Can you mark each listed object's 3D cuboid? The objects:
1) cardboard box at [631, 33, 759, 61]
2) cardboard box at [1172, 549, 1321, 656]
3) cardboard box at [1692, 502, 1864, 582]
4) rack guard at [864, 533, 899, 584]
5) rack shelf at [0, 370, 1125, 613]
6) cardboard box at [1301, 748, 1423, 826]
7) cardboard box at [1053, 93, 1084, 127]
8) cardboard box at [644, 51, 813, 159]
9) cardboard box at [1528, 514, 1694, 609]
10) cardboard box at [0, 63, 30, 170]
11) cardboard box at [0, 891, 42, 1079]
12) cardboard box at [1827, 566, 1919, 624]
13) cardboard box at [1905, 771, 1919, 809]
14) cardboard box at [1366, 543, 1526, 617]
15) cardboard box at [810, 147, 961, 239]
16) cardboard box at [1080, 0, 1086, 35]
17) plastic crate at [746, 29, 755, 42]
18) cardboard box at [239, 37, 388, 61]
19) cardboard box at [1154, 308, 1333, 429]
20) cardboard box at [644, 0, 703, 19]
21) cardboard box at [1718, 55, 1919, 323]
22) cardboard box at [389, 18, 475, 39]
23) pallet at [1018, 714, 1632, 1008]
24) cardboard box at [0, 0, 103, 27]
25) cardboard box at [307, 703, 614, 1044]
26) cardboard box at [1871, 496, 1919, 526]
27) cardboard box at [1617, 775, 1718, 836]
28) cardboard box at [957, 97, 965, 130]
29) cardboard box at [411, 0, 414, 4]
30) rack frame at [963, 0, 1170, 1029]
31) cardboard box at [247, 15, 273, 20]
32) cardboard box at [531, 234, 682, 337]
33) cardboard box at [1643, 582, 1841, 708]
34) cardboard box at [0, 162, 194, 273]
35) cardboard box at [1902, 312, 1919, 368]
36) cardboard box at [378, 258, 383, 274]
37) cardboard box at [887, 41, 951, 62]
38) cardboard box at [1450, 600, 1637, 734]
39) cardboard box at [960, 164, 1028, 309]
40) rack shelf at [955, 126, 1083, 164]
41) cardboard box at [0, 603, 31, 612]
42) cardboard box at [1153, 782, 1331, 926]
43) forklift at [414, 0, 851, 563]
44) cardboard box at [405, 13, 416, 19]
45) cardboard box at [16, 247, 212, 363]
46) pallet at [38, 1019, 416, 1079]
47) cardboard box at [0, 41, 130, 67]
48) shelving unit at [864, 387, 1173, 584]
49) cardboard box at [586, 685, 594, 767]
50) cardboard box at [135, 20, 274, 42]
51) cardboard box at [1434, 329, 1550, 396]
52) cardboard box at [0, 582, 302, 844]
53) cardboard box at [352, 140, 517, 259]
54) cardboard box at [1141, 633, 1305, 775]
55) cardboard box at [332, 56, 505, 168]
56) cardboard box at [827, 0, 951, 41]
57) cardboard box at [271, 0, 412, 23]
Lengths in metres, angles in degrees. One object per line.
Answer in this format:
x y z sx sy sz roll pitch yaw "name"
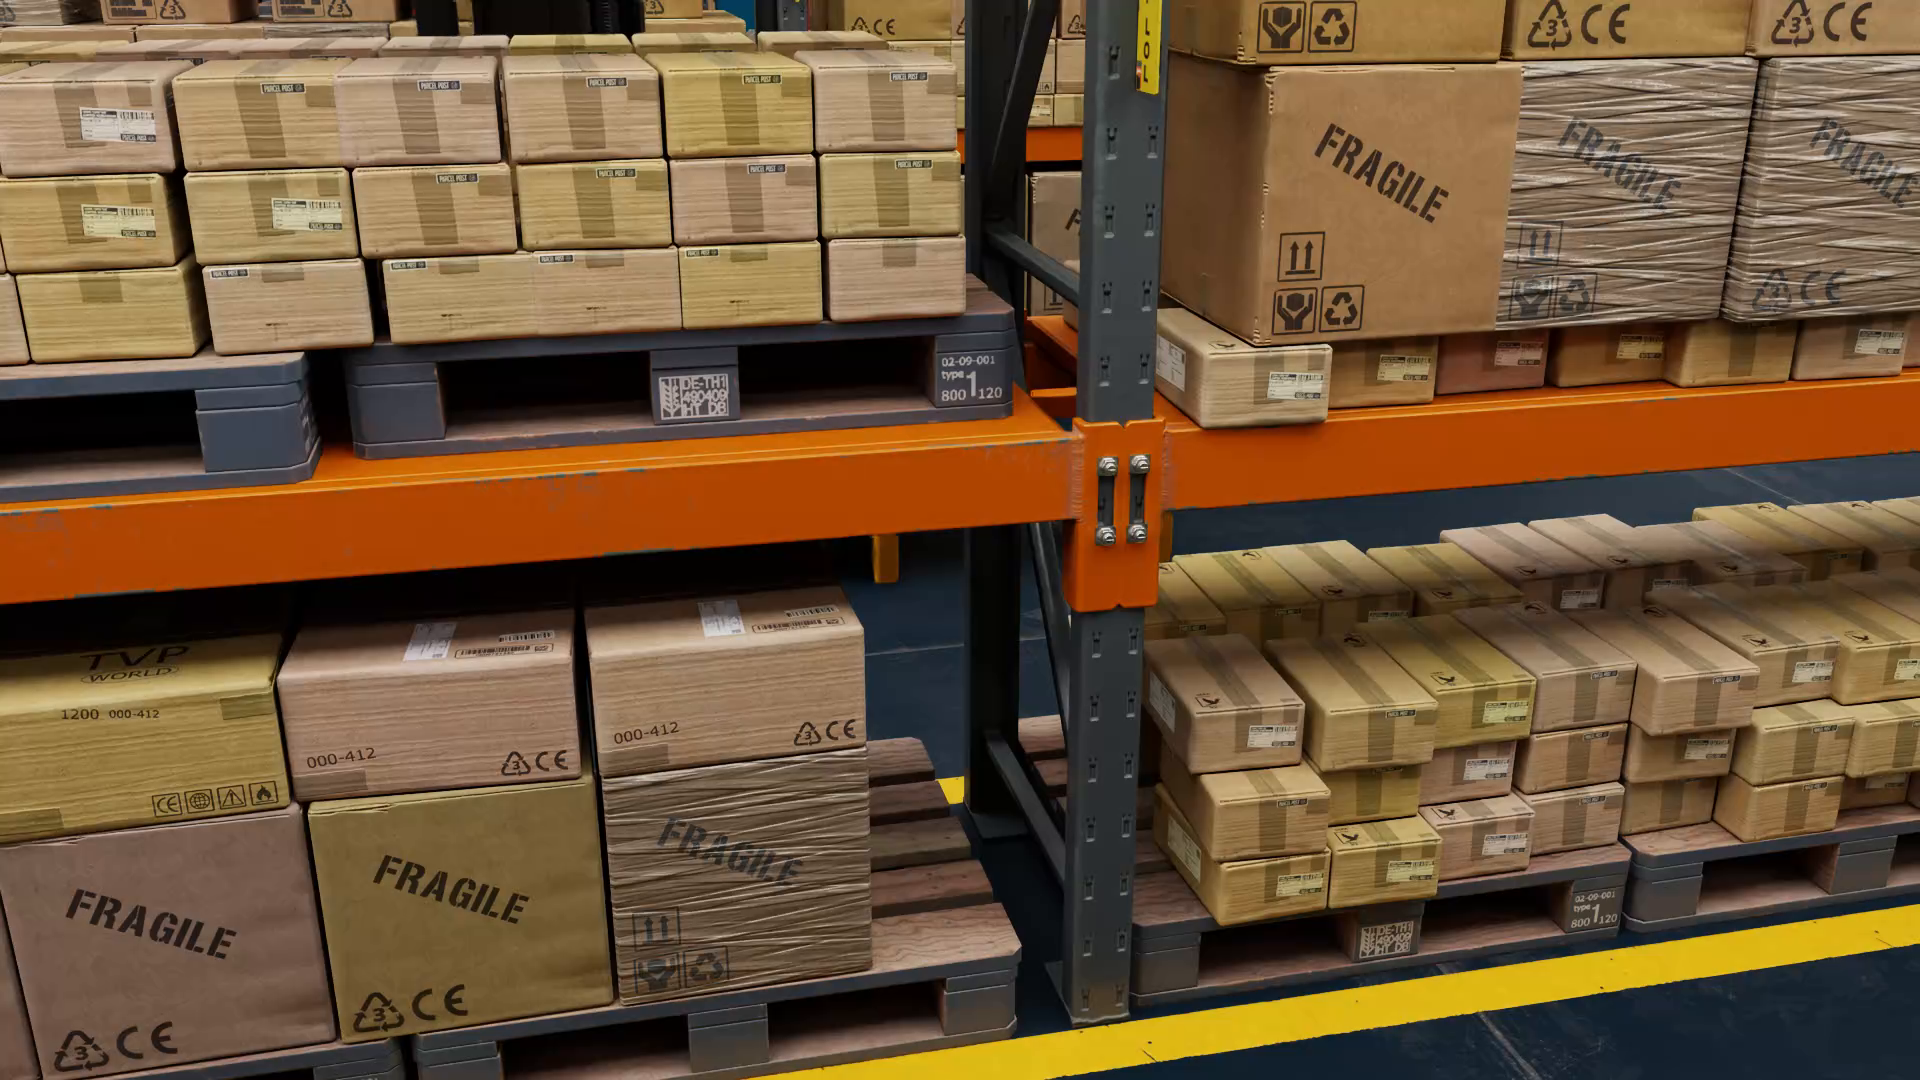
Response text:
-0.575 -1.008 3.595 0.250 0.149 0.380 -4 21 -11 "cardboard box"
0.710 0.163 4.179 0.250 0.149 0.380 -4 21 -12 "cardboard box"
2.213 0.033 4.532 0.250 0.149 0.380 -4 21 -12 "cardboard box"
-0.298 -0.063 6.124 0.087 0.250 0.587 -3 20 -8 "rack guard"
-1.762 -0.055 3.148 4.000 0.370 1.077 -5 21 -12 "rack shelf"
0.836 0.479 3.746 0.250 0.149 0.380 -5 21 -12 "cardboard box"
0.522 -2.097 8.042 0.250 0.149 0.380 -5 21 -13 "cardboard box"
-0.423 -0.791 3.002 0.250 0.149 0.380 -5 21 -14 "cardboard box"
1.723 0.068 4.436 0.250 0.149 0.380 -5 21 -14 "cardboard box"
-1.692 -0.687 2.720 0.250 0.149 0.380 -5 21 -13 "cardboard box"
-1.975 0.689 3.097 0.500 0.500 0.500 -5 21 -14 "cardboard box"
2.342 0.208 4.055 0.250 0.149 0.380 -5 21 -14 "cardboard box"
2.367 0.512 4.090 0.250 0.149 0.380 -4 21 -11 "cardboard box"
1.221 0.146 4.224 0.250 0.149 0.380 -4 20 -11 "cardboard box"
-0.158 -0.672 3.110 0.250 0.149 0.380 -4 20 -11 "cardboard box"
0.579 -1.335 3.565 0.500 0.500 0.500 -5 21 -14 "cardboard box"
-1.513 -3.770 12.542 0.243 0.136 0.396 -5 21 -12 "plastic crate"
-1.317 -0.949 3.434 0.250 0.149 0.380 -5 21 -13 "cardboard box"
0.535 -0.346 3.262 0.250 0.149 0.380 -4 20 -10 "cardboard box"
-1.479 -2.684 7.676 0.637 0.503 0.797 -5 21 -14 "cardboard box"
1.702 -0.762 3.455 0.500 0.500 0.500 -5 21 -14 "cardboard box"
-2.241 -2.057 7.423 0.500 0.500 0.500 -5 21 -13 "cardboard box"
0.830 0.694 4.114 1.213 0.211 1.003 -5 21 -12 "pallet"
-4.036 -2.473 7.100 0.637 0.503 0.797 -4 20 -11 "cardboard box"
-0.977 0.609 3.314 0.500 0.500 0.500 -5 21 -14 "cardboard box"
2.751 0.009 4.598 0.250 0.149 0.380 -6 21 -15 "cardboard box"
1.591 0.542 4.009 0.250 0.149 0.380 -6 21 -15 "cardboard box"
0.017 -2.055 7.929 0.250 0.149 0.380 -4 20 -11 "cardboard box"
-5.507 -5.559 16.373 0.500 0.500 0.700 -1 20 -2 "cardboard box"
0.184 -0.551 3.457 0.127 3.000 1.000 -5 21 -12 "rack frame"
-3.337 -2.151 7.680 0.500 0.500 0.500 -5 21 -14 "cardboard box"
-0.652 -0.492 3.052 0.250 0.149 0.380 -5 21 -13 "cardboard box"
1.845 0.245 3.955 0.250 0.149 0.380 -6 21 -15 "cardboard box"
-1.440 -0.566 2.822 0.250 0.149 0.380 -5 21 -12 "cardboard box"
2.056 -0.503 3.692 0.250 0.149 0.380 -4 20 -10 "cardboard box"
-1.310 -0.671 3.539 0.250 0.149 0.380 -6 21 -15 "cardboard box"
-0.341 -2.238 7.848 0.500 0.250 0.500 -5 21 -13 "cardboard box"
1.332 0.287 3.840 0.250 0.149 0.380 -5 21 -14 "cardboard box"
-0.198 -1.444 8.374 0.875 0.875 0.875 -5 21 -12 "cardboard box"
1.087 -2.039 8.567 4.000 0.370 1.077 -5 21 -12 "rack shelf"
-2.116 0.170 3.423 0.500 0.250 0.500 -4 21 -11 "cardboard box"
0.612 0.670 3.660 0.250 0.149 0.380 -6 21 -15 "cardboard box"
-1.899 -1.432 5.964 3.031 2.935 1.130 1 20 3 "forklift"
-2.340 -2.234 7.906 0.500 0.500 0.500 -5 21 -14 "cardboard box"
-1.424 -0.428 2.877 0.250 0.149 0.380 -4 20 -10 "cardboard box"
-1.763 0.919 3.500 1.213 0.211 1.003 -5 21 -12 "pallet"
-1.825 -0.907 3.319 0.250 0.149 0.380 -4 20 -11 "cardboard box"
0.194 -0.675 5.977 1.083 1.500 0.587 -3 20 -8 "shelving unit"
-1.110 0.438 3.781 0.500 0.500 0.500 -4 20 -10 "cardboard box"
-3.217 -1.980 7.213 0.500 0.500 0.500 -5 21 -13 "cardboard box"
1.017 -0.430 3.492 0.250 0.149 0.380 -6 21 -15 "cardboard box"
-1.497 0.300 3.068 0.500 0.250 0.500 -6 21 -15 "cardboard box"
-0.921 -0.609 2.938 0.250 0.149 0.380 -5 21 -14 "cardboard box"
0.567 0.354 3.658 0.250 0.149 0.380 -4 20 -10 "cardboard box"
-0.930 -0.750 2.891 0.250 0.149 0.380 -5 21 -13 "cardboard box"
-0.334 -2.593 7.727 0.500 0.500 0.500 -5 21 -12 "cardboard box"
-2.750 -2.579 7.389 0.637 0.503 0.797 -4 20 -11 "cardboard box"
